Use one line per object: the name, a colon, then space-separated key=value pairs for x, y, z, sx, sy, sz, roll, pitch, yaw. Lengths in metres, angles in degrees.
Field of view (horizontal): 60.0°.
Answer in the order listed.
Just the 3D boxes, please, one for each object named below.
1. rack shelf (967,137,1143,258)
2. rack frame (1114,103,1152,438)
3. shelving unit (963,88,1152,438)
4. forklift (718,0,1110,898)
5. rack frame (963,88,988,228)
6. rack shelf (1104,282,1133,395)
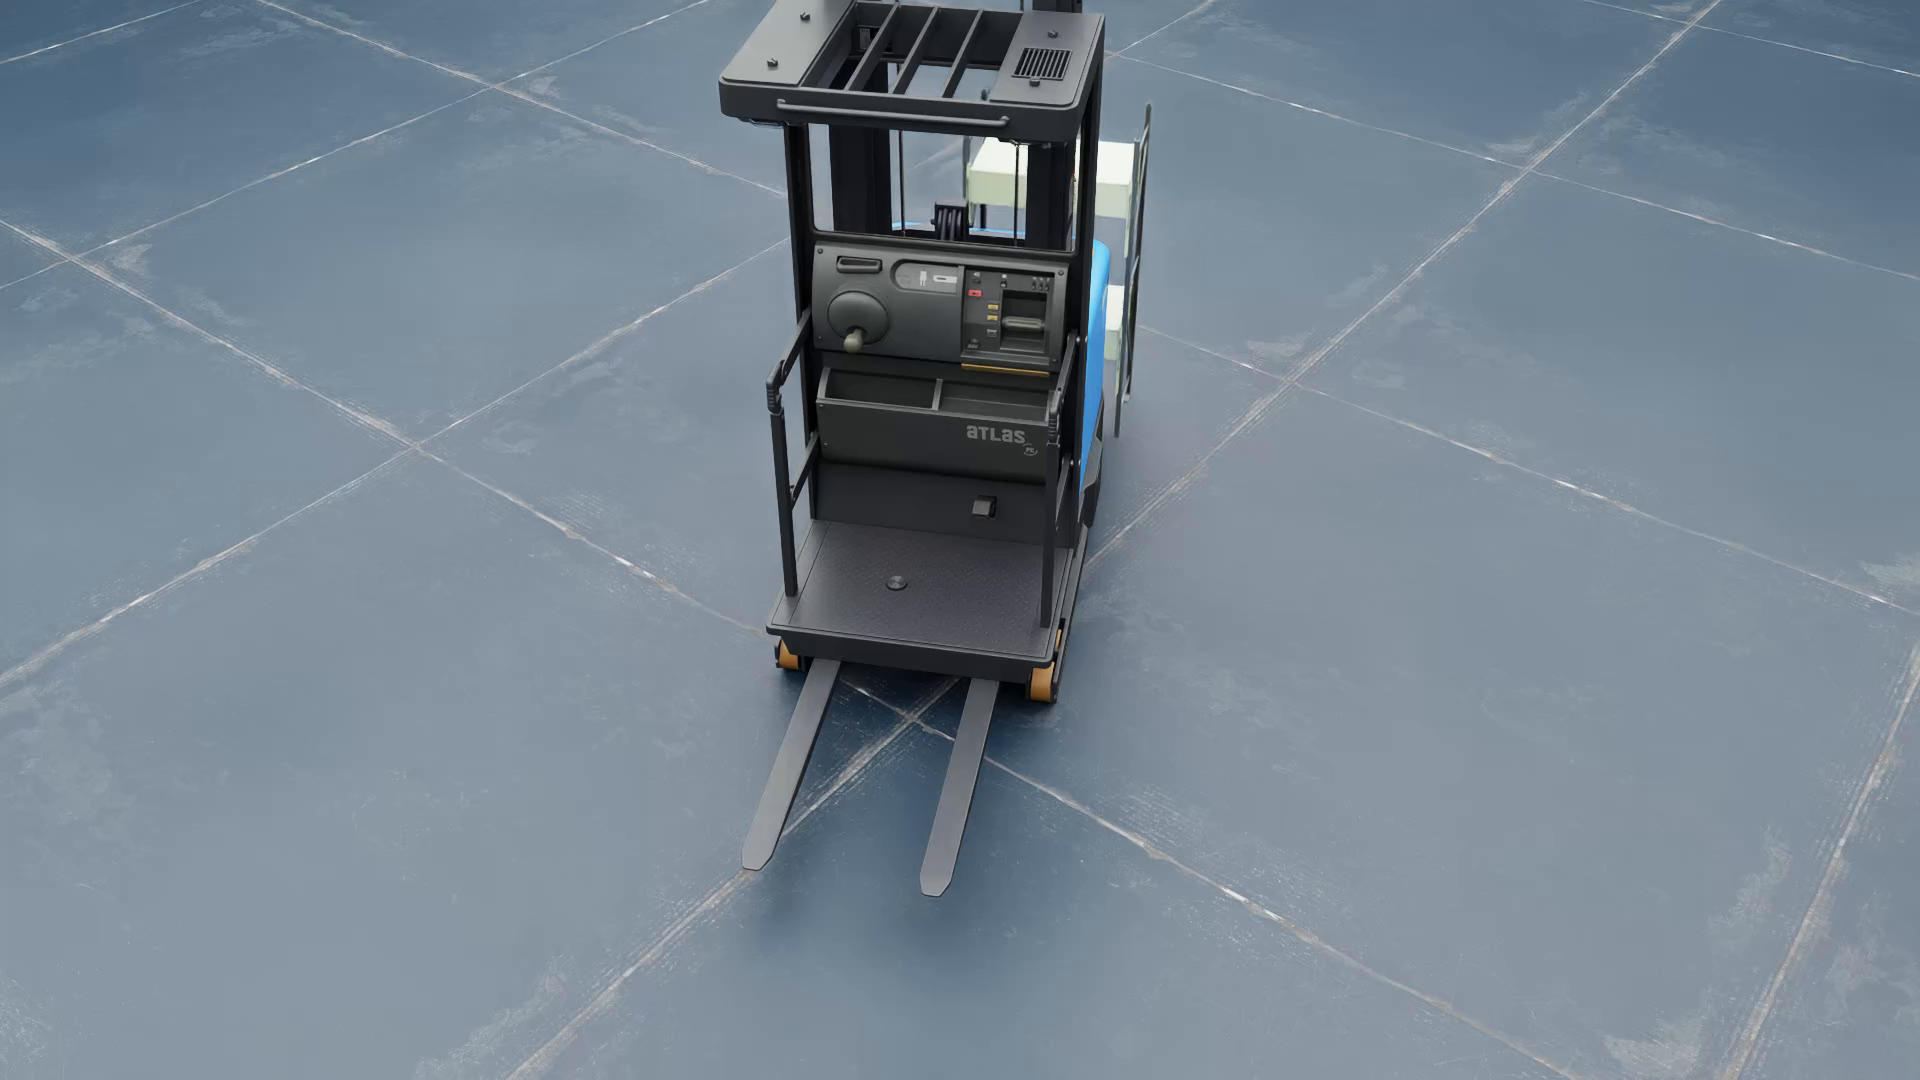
rack shelf: x=0.427 y=-1.553 z=7.384 sx=0.720 sy=0.370 sz=0.431 roll=8 pitch=39 yaw=10
rack frame: x=0.783 y=-1.195 z=7.560 sx=0.023 sy=1.500 sz=0.400 roll=8 pitch=39 yaw=10
shelving unit: x=0.426 y=-1.245 z=7.624 sx=0.755 sy=1.500 sz=0.431 roll=8 pitch=39 yaw=10
forklift: x=-0.115 y=-0.773 z=5.860 sx=1.130 sy=2.935 sz=3.031 roll=7 pitch=39 yaw=8
rack frame: x=0.070 y=-1.296 z=7.688 sx=0.023 sy=1.500 sz=0.400 roll=8 pitch=39 yaw=10
rack shelf: x=0.426 y=-0.989 z=7.825 sx=0.720 sy=0.370 sz=0.431 roll=8 pitch=39 yaw=10
